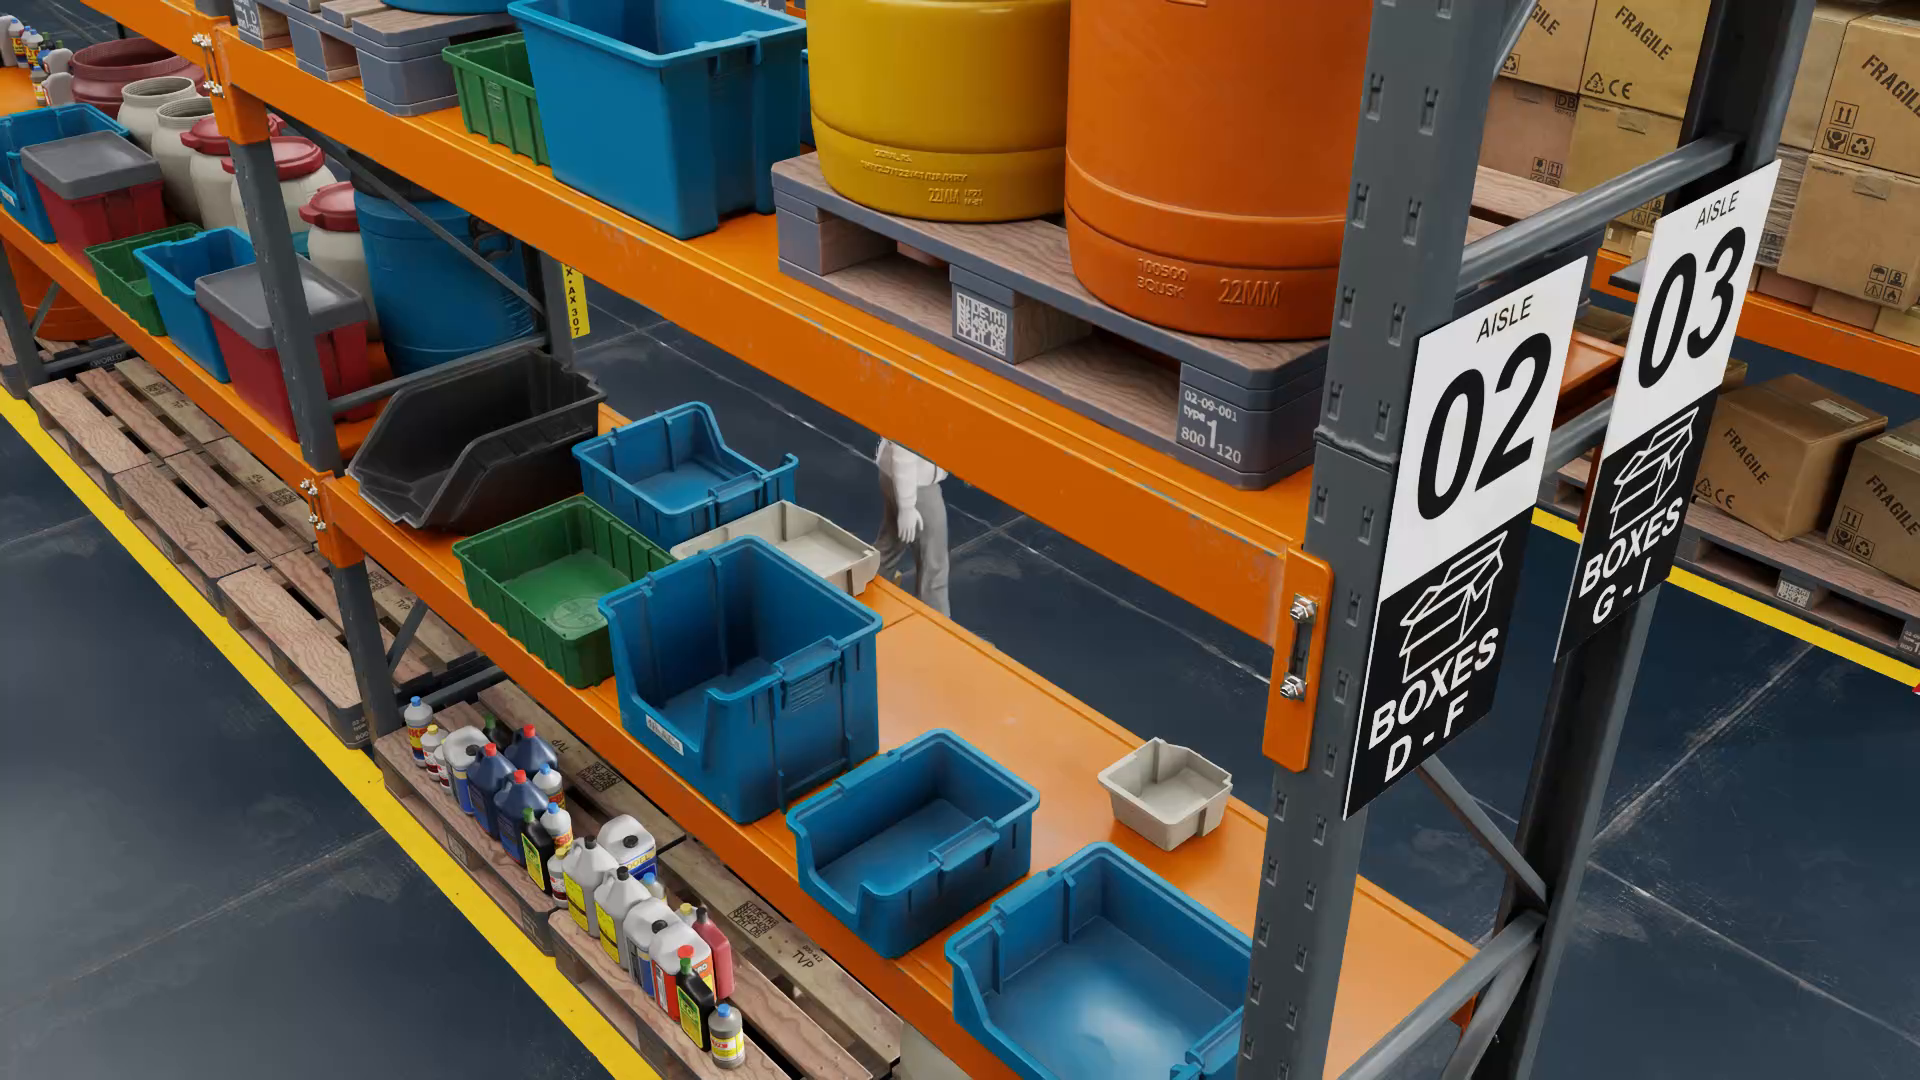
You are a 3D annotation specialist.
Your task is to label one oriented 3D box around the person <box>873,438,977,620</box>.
[{"bbox_3d":[-0.131,-0.249,6.494,0.630,1.649,0.530,3,32,5],"label":"person"}]
